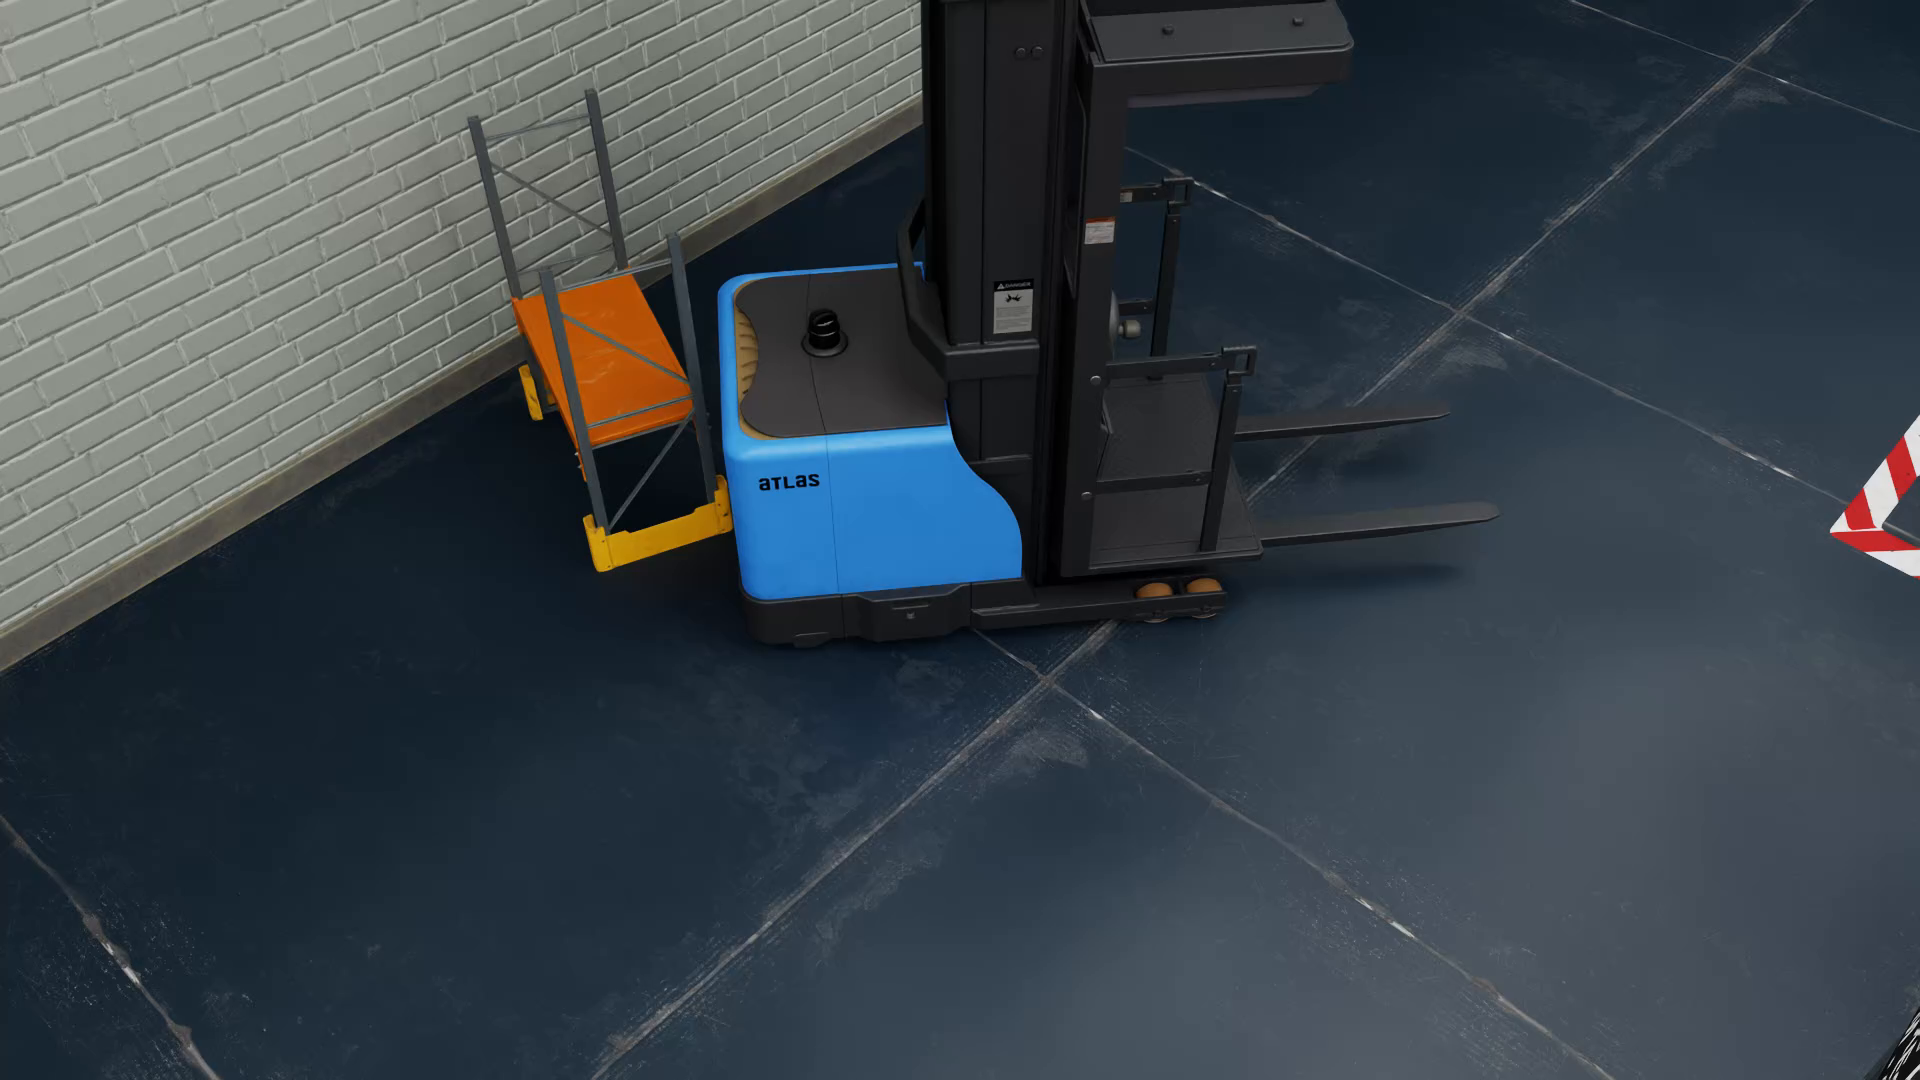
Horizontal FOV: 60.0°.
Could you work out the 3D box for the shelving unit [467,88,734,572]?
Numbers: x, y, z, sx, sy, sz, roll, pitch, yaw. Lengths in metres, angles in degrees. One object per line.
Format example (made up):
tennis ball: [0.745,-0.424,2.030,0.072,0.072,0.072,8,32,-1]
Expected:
shelving unit: [-1.427,-0.825,6.604,0.587,1.500,1.083,-19,50,-17]

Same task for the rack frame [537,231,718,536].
rack frame: [-1.210,-0.482,6.283,0.500,1.500,0.032,-19,50,-17]

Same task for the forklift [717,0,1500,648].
forklift: [0.619,-1.058,5.842,3.031,2.935,1.130,-5,47,-5]

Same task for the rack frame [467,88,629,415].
rack frame: [-1.637,-1.155,6.914,0.500,1.500,0.032,-19,50,-17]

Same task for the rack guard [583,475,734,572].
rack guard: [-1.218,-0.067,6.750,0.587,0.250,0.087,-19,50,-17]

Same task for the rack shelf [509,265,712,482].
rack shelf: [-1.423,-0.696,6.730,0.538,0.185,1.000,-19,50,-17]

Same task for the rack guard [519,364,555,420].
rack guard: [-1.636,-0.726,7.369,0.587,0.250,0.087,-19,50,-17]
